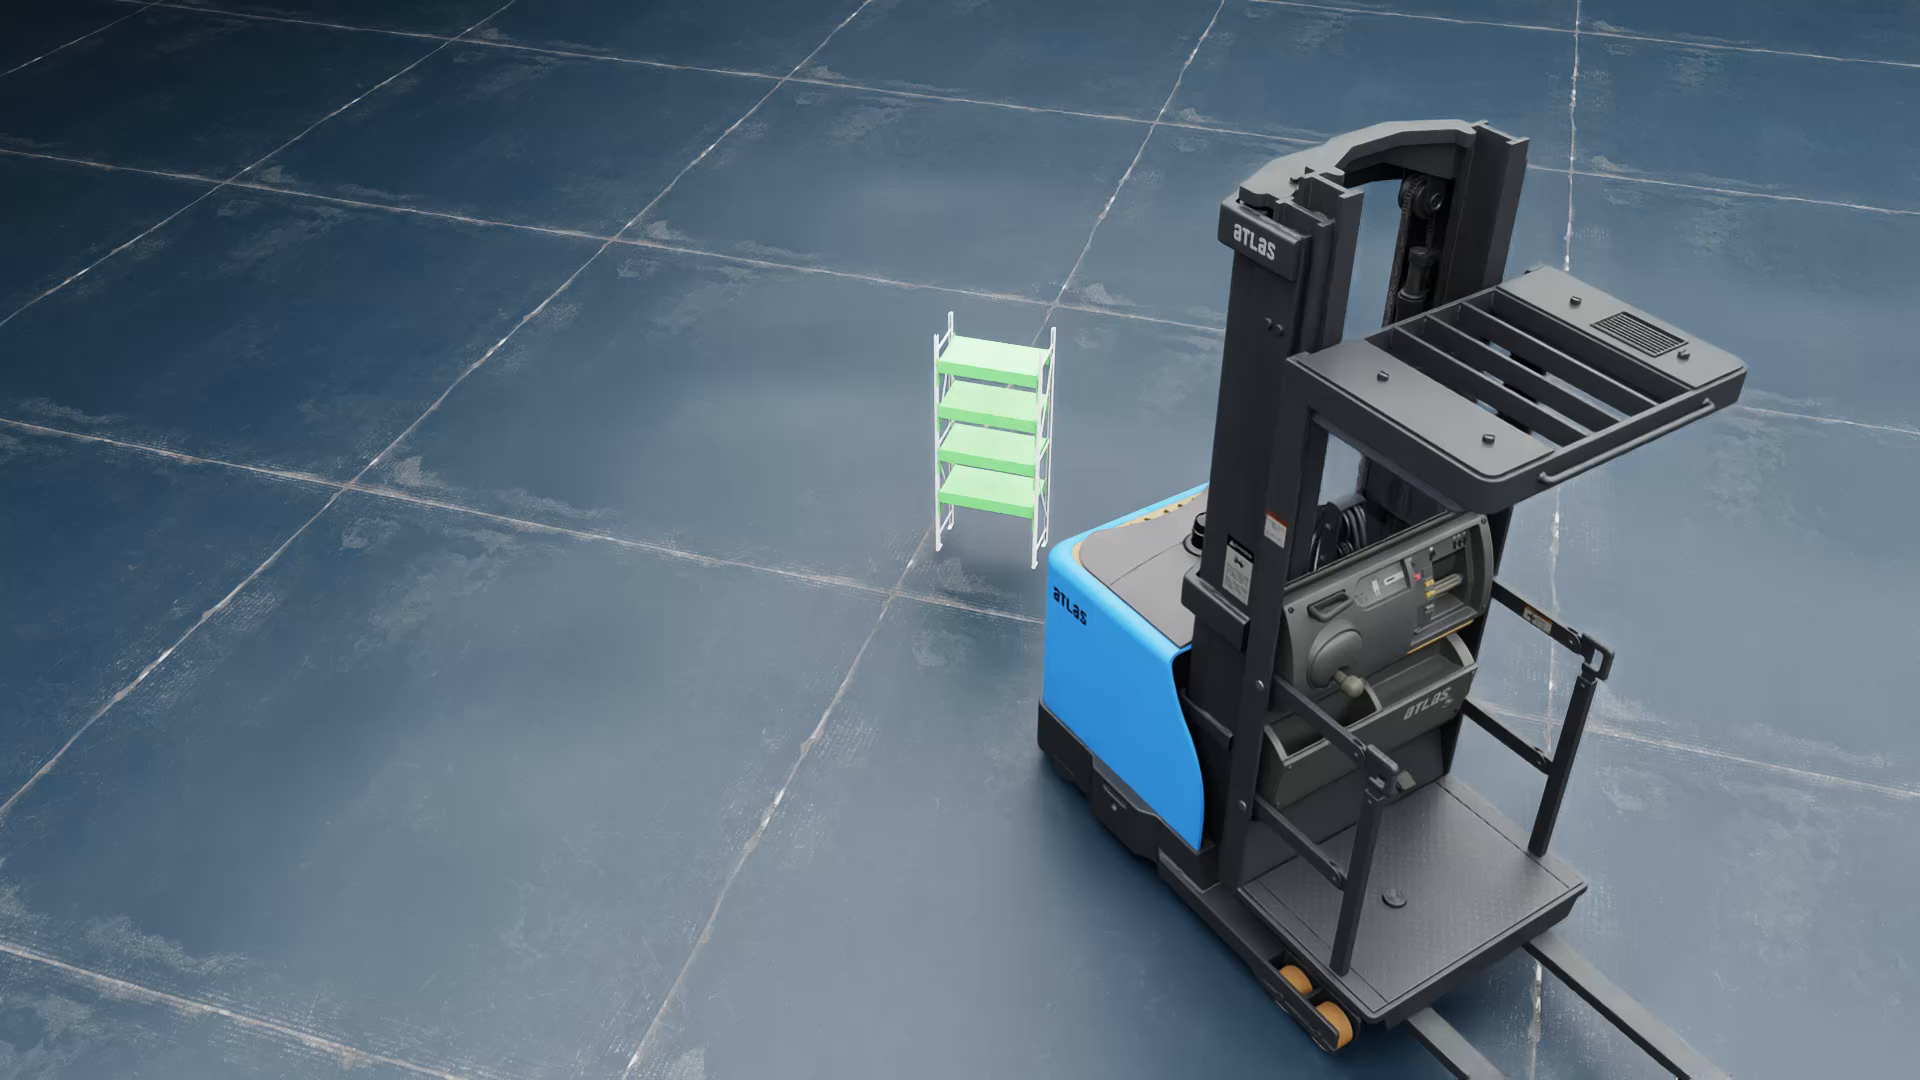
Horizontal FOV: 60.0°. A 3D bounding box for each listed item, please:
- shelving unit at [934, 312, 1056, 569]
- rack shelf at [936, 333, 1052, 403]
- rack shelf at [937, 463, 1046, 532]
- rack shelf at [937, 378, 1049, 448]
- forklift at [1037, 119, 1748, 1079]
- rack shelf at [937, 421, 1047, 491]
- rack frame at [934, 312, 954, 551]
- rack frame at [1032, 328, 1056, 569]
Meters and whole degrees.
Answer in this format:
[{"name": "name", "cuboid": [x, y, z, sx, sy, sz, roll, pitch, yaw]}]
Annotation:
[{"name": "shelving unit", "cuboid": [0.158, -0.454, 7.855, 0.503, 1.200, 0.258, 10, 38, 14]}, {"name": "rack shelf", "cuboid": [0.158, -0.789, 7.608, 0.480, 0.148, 0.258, 10, 38, 14]}, {"name": "rack shelf", "cuboid": [0.158, -0.209, 8.035, 0.480, 0.148, 0.258, 10, 38, 14]}, {"name": "rack shelf", "cuboid": [0.158, -0.596, 7.750, 0.480, 0.148, 0.258, 10, 38, 14]}, {"name": "forklift", "cuboid": [1.554, 0.281, 5.396, 1.130, 2.935, 3.031, -21, 41, -26]}, {"name": "rack shelf", "cuboid": [0.158, -0.402, 7.892, 0.480, 0.148, 0.258, 10, 38, 14]}, {"name": "rack frame", "cuboid": [-0.075, -0.497, 7.913, 0.015, 1.200, 0.240, 10, 38, 14]}, {"name": "rack frame", "cuboid": [0.391, -0.411, 7.796, 0.015, 1.200, 0.240, 10, 38, 14]}]
